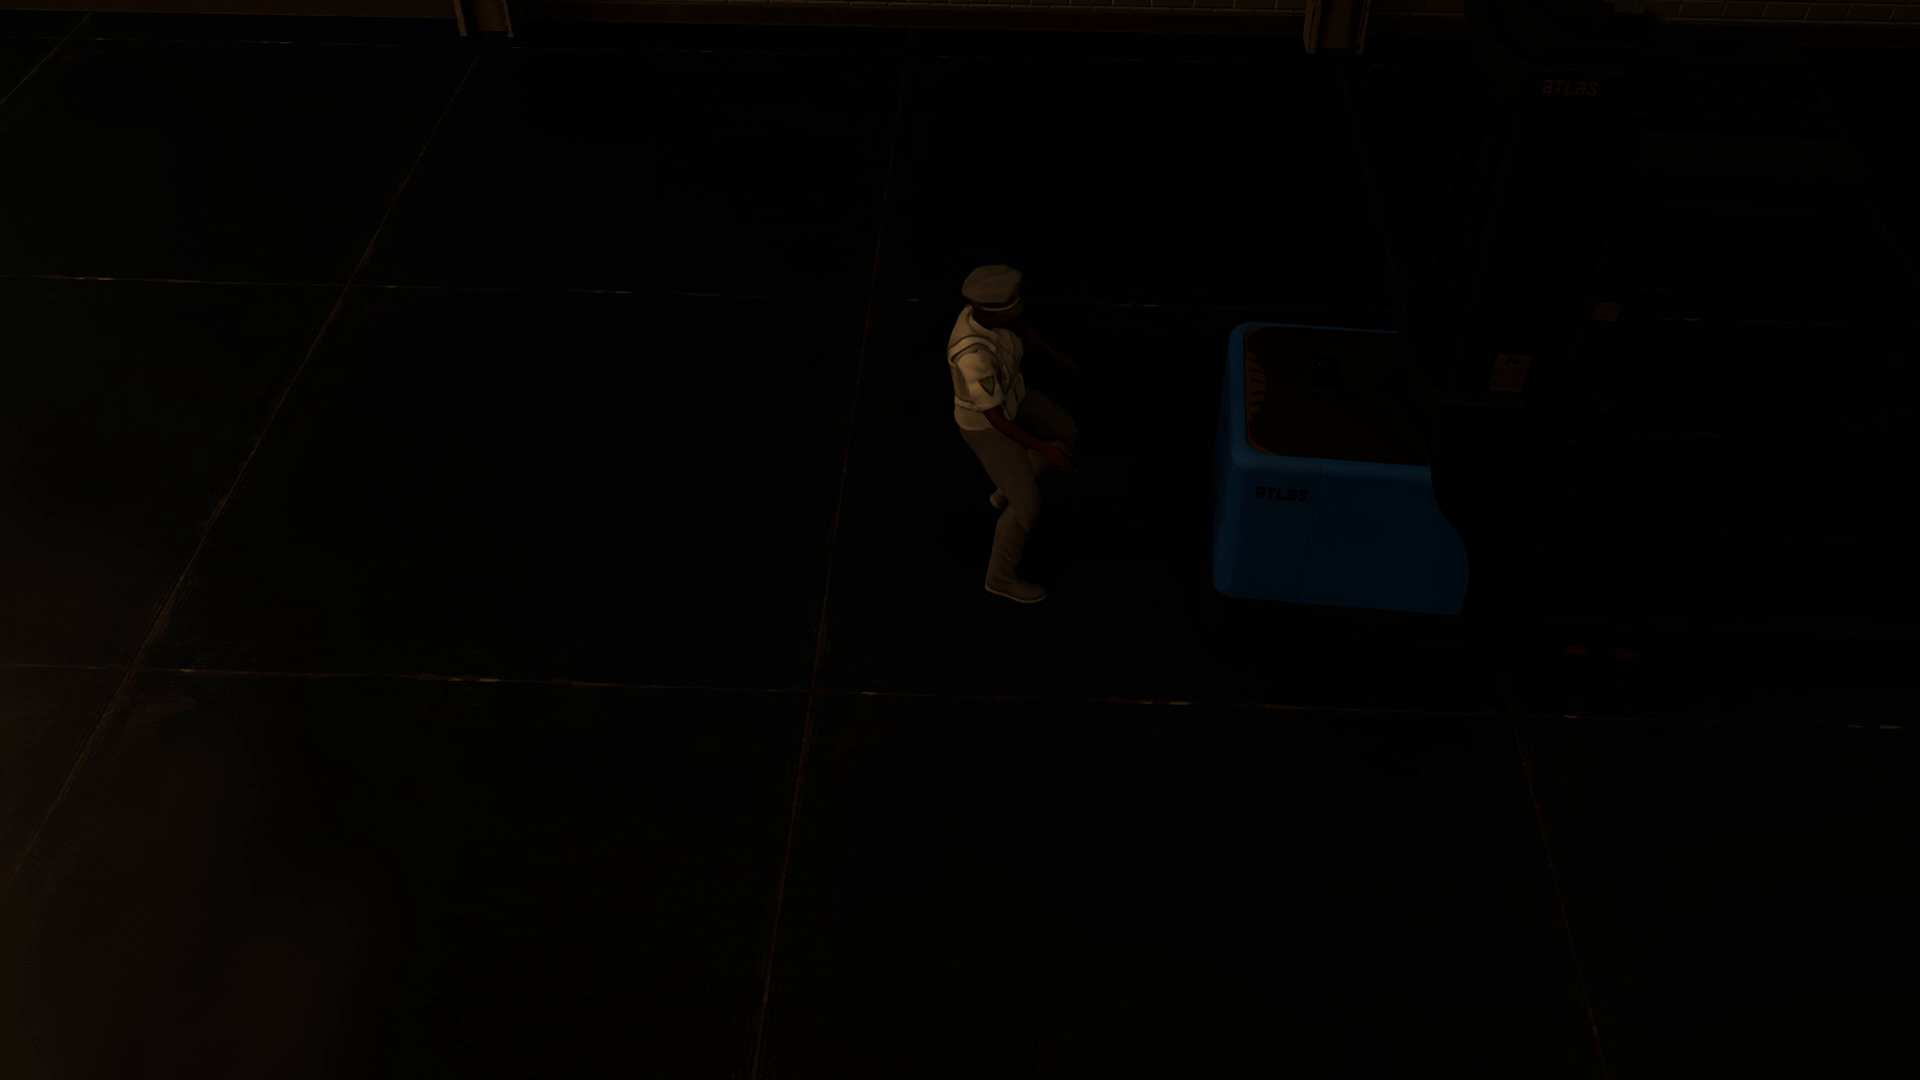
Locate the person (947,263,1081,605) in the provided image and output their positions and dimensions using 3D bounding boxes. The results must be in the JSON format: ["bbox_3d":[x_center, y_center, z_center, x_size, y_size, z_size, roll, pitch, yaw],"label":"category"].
[{"bbox_3d":[0.278,-0.538,7.383,0.666,1.510,0.779,12,44,13],"label":"person"}]

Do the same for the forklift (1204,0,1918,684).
[{"bbox_3d":[2.641,-0.836,6.658,3.031,2.935,1.130,4,43,5],"label":"forklift"}]
